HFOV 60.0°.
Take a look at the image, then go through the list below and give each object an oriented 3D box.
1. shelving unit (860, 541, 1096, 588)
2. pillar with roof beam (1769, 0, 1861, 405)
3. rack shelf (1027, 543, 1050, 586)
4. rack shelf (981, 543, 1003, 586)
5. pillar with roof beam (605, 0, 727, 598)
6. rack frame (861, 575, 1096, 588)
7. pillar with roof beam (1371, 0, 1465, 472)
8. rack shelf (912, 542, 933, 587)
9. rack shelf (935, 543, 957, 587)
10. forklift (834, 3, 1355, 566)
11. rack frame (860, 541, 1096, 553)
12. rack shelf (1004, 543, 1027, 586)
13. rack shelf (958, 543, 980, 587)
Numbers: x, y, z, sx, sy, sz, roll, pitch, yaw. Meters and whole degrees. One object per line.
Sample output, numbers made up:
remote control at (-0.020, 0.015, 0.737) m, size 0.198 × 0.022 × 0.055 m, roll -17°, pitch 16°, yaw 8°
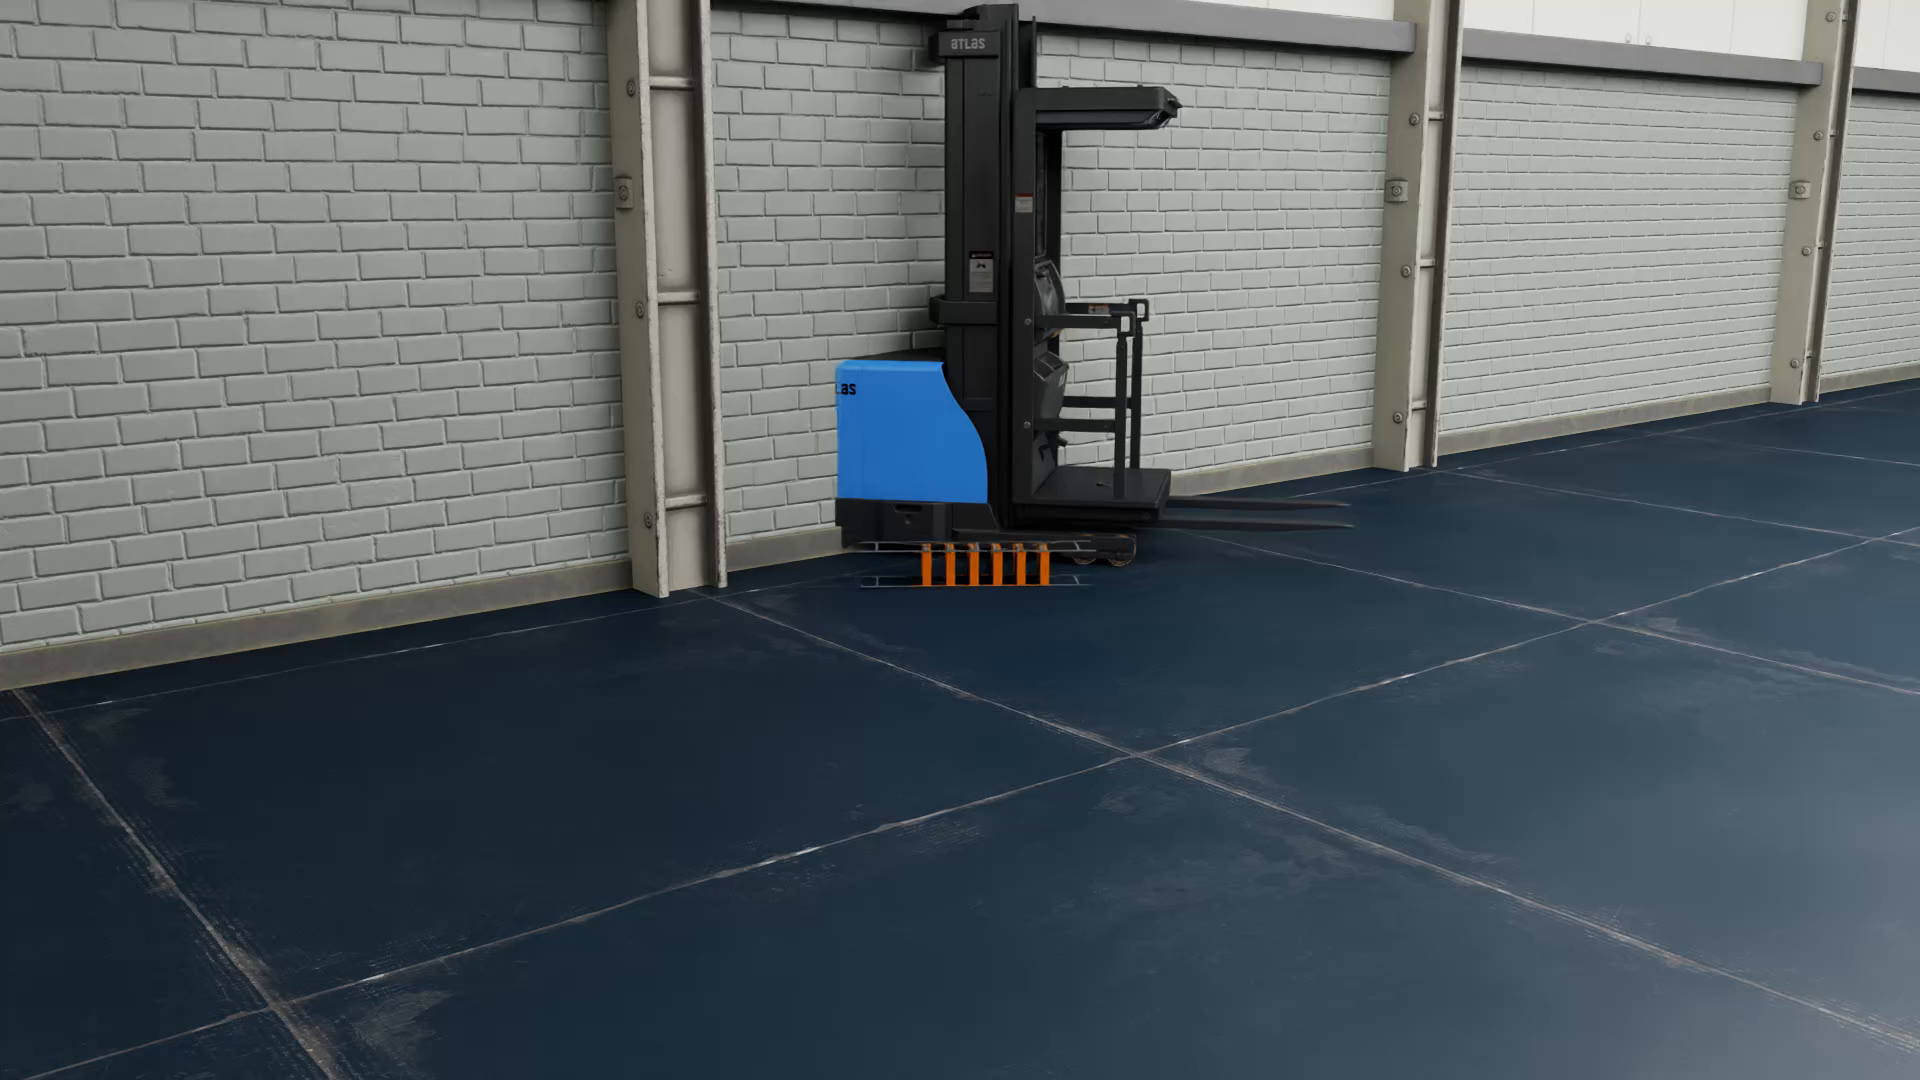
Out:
shelving unit at (0.090, 0.123, 8.577) m, size 1.200 × 0.189 × 0.258 m, roll 0°, pitch 12°, yaw -3°
pillar with roof beam at (10.621, -5.024, 11.622) m, size 0.400 × 9.000 × 9.100 m, roll -9°, pitch 15°, yaw -38°
rack shelf at (0.405, 0.122, 8.591) m, size 0.103 × 0.180 × 0.258 m, roll 0°, pitch 12°, yaw -3°
rack shelf at (0.165, 0.123, 8.580) m, size 0.103 × 0.180 × 0.258 m, roll 0°, pitch 12°, yaw -3°
pillar with roof beam at (1.251, -3.466, 4.289) m, size 0.400 × 9.000 × 9.100 m, roll -9°, pitch 15°, yaw -38°
rack frame at (0.089, 0.213, 8.596) m, size 1.200 × 0.006 × 0.240 m, roll 0°, pitch 12°, yaw -3°
pillar with roof beam at (5.936, -4.245, 7.955) m, size 0.400 × 9.000 × 9.100 m, roll -9°, pitch 15°, yaw -38°
rack shelf at (-0.194, 0.124, 8.564) m, size 0.103 × 0.180 × 0.258 m, roll 0°, pitch 12°, yaw -3°
rack shelf at (-0.075, 0.124, 8.569) m, size 0.103 × 0.180 × 0.258 m, roll 0°, pitch 12°, yaw -3°
forklift at (0.687, -1.415, 9.236) m, size 3.031 × 2.935 × 1.130 m, roll 2°, pitch 12°, yaw 11°
rack frame at (0.090, 0.034, 8.558) m, size 1.200 × 0.006 × 0.240 m, roll 0°, pitch 12°, yaw -3°
rack shelf at (0.285, 0.122, 8.586) m, size 0.103 × 0.180 × 0.258 m, roll 0°, pitch 12°, yaw -3°
rack shelf at (0.045, 0.123, 8.575) m, size 0.103 × 0.180 × 0.258 m, roll 0°, pitch 12°, yaw -3°
